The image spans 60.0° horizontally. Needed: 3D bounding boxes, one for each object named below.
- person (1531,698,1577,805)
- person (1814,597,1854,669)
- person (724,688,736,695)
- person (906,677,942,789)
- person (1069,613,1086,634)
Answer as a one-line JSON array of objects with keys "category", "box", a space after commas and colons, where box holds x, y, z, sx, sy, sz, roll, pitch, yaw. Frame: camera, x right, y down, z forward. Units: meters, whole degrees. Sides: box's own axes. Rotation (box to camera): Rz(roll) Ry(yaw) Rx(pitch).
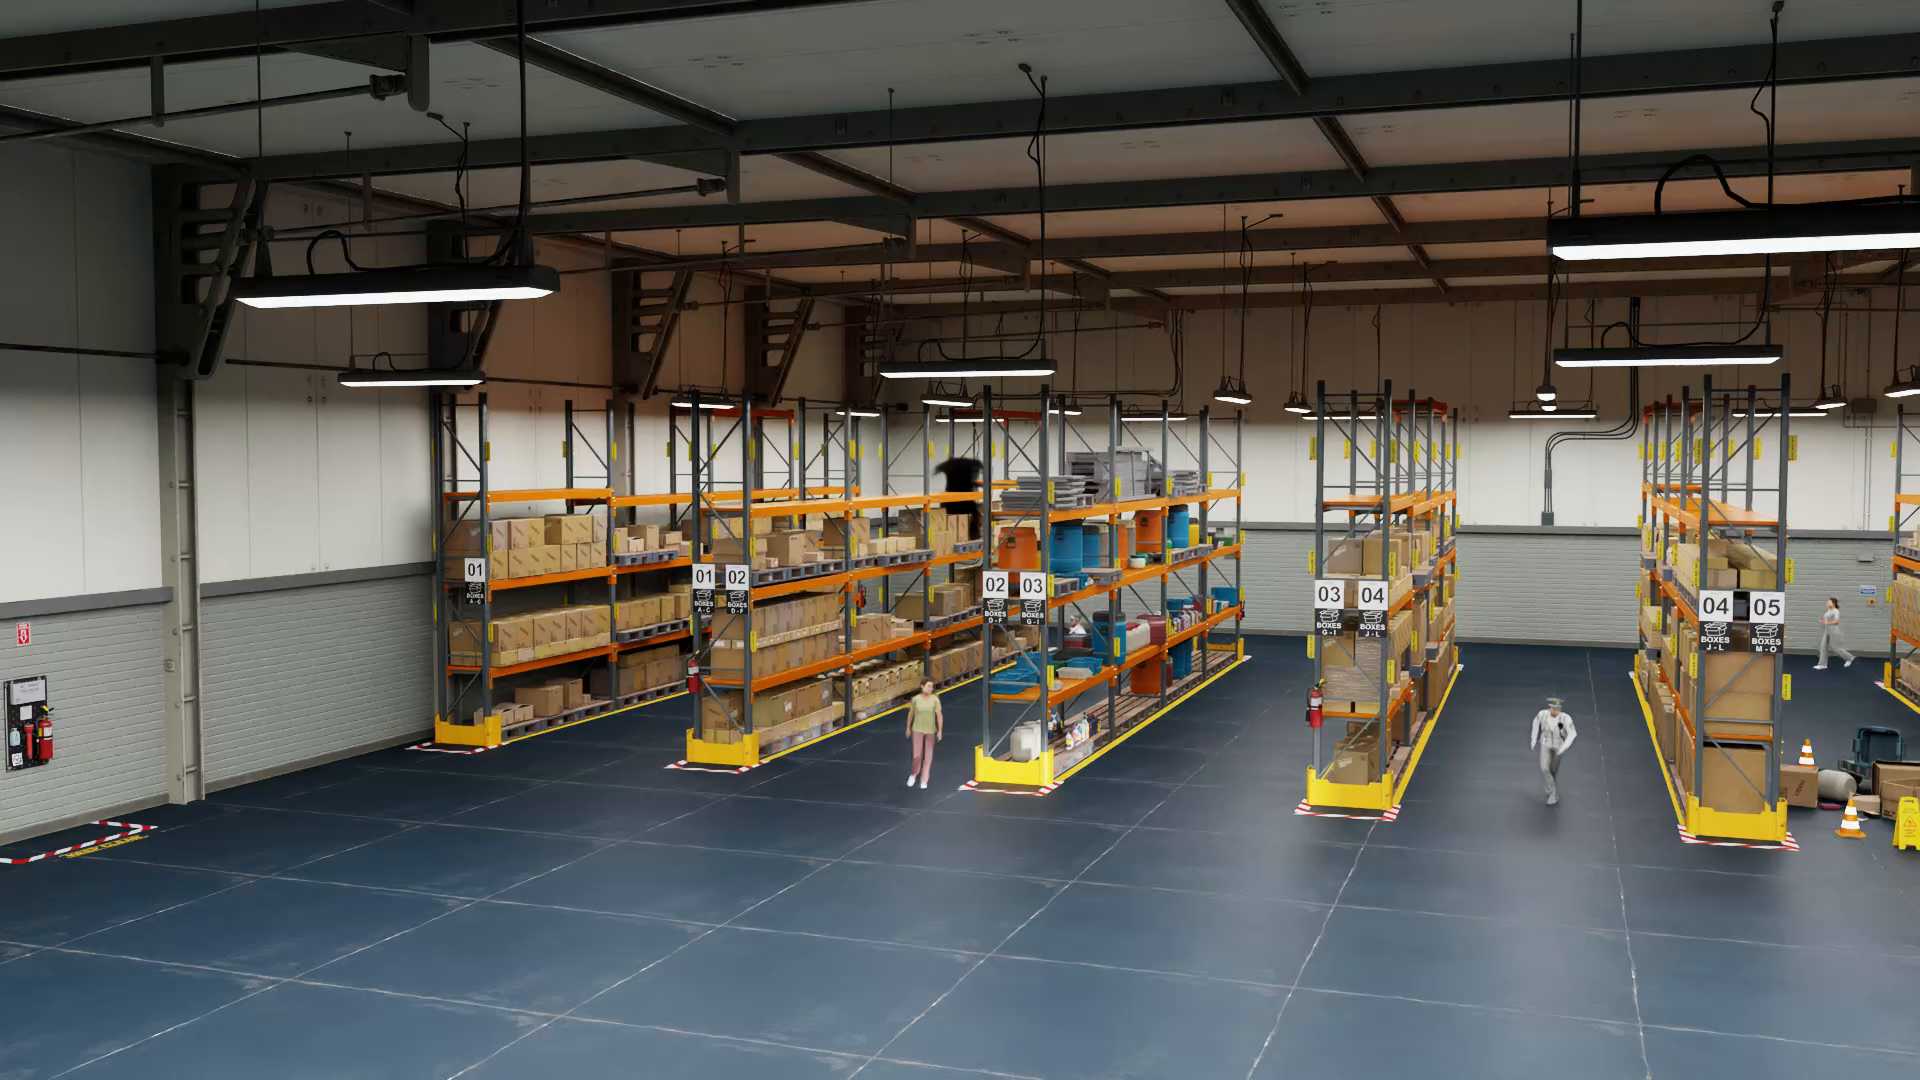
[{"category": "person", "box": [8.518, 2.965, 23.843, 0.618, 1.514, 1.027, 1, 3, 23]}, {"category": "person", "box": [19.953, 2.133, 37.970, 0.907, 1.649, 0.565, 0, 3, -1]}, {"category": "person", "box": [-4.366, 2.515, 31.929, 0.572, 1.599, 0.529, 0, 3, 3]}, {"category": "person", "box": [-0.523, 2.850, 24.568, 0.517, 1.656, 0.472, 0, 3, -9]}, {"category": "person", "box": [2.431, 2.346, 34.424, 0.671, 1.719, 0.782, -2, 4, -37]}]
